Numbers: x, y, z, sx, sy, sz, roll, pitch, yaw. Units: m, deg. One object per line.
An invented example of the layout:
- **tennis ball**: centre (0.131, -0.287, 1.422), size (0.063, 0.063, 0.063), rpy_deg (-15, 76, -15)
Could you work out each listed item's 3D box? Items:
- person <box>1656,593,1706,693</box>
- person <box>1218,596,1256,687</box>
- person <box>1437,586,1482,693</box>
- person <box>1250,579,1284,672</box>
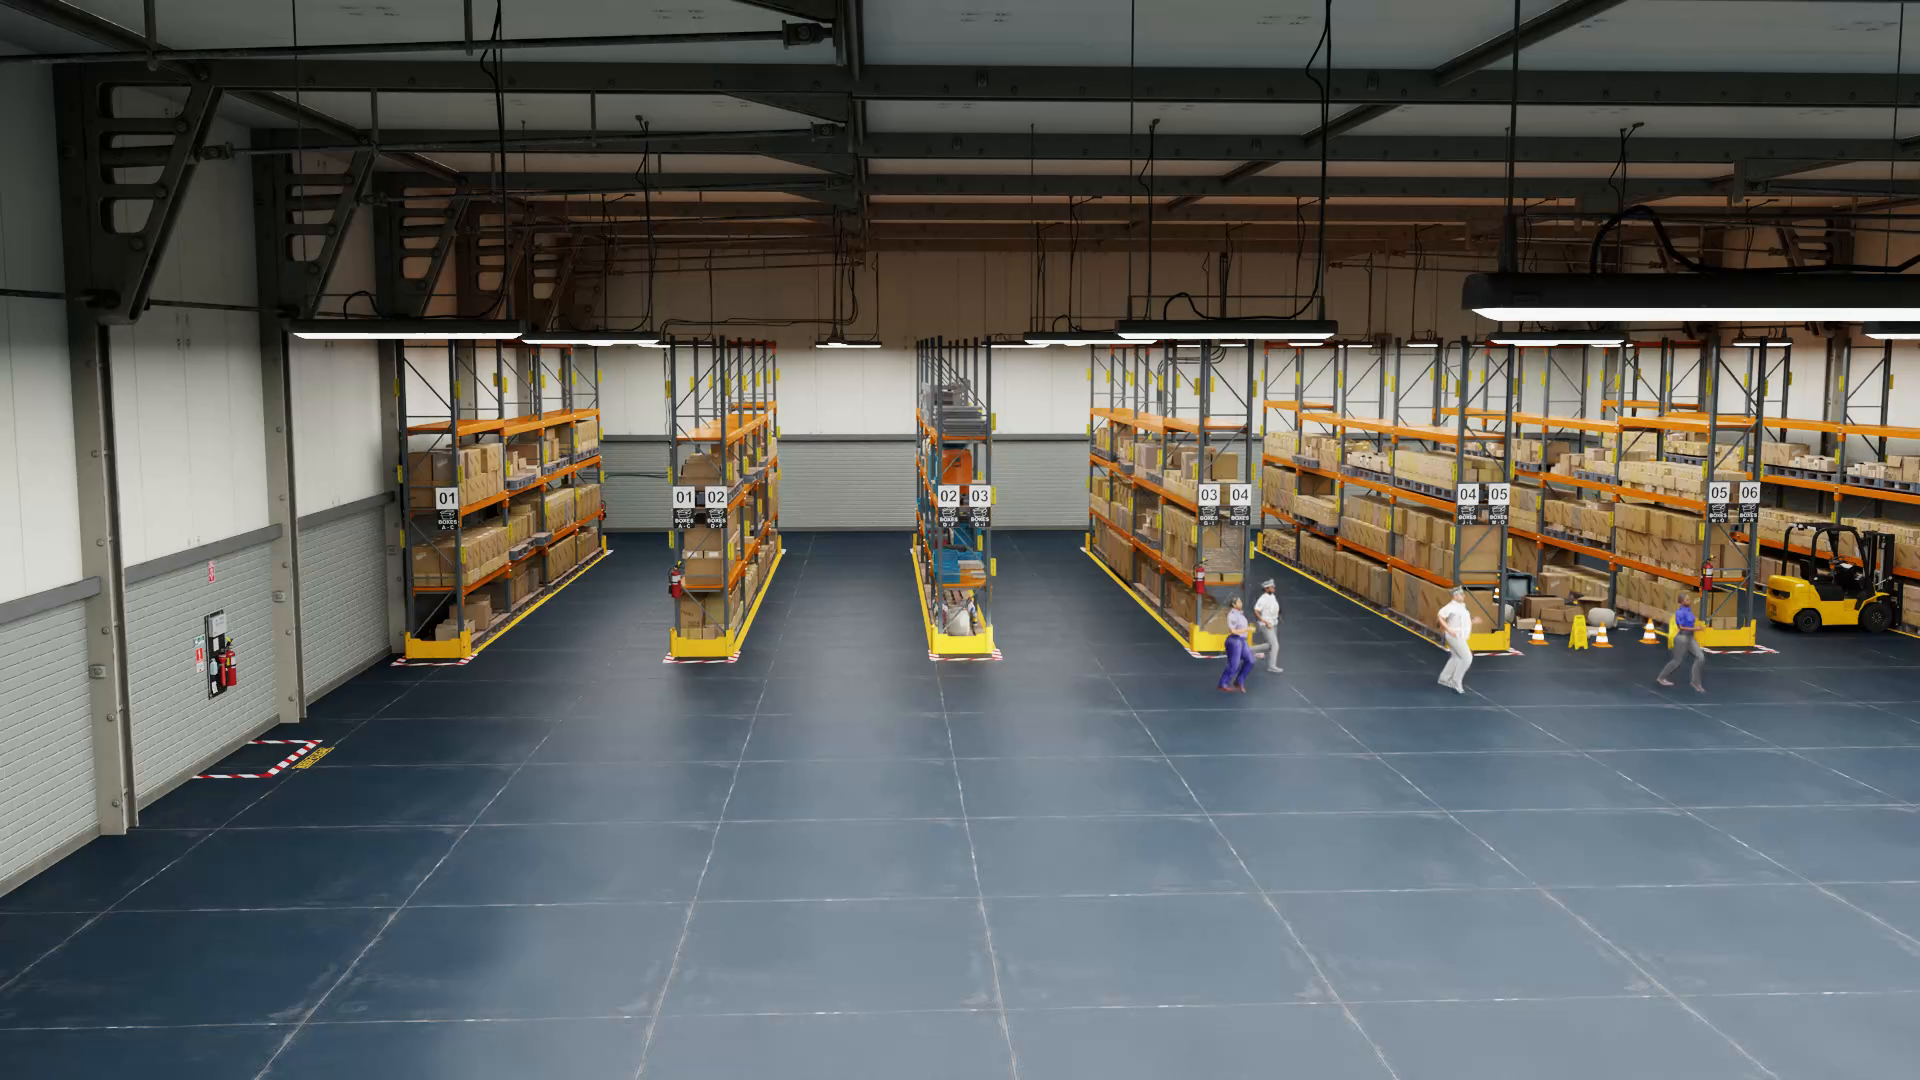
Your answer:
- **person**: centre (12.248, 1.739, 28.147), size (0.582, 1.683, 0.779), rpy_deg (-6, 9, -42)
- **person**: centre (4.650, 1.706, 27.763), size (0.643, 1.525, 0.583), rpy_deg (3, 7, 28)
- **person**: centre (8.416, 1.681, 28.035), size (0.710, 1.832, 0.638), rpy_deg (4, 8, 31)
- **person**: centre (5.471, 1.514, 29.800), size (0.737, 1.656, 0.613), rpy_deg (5, 8, 37)
